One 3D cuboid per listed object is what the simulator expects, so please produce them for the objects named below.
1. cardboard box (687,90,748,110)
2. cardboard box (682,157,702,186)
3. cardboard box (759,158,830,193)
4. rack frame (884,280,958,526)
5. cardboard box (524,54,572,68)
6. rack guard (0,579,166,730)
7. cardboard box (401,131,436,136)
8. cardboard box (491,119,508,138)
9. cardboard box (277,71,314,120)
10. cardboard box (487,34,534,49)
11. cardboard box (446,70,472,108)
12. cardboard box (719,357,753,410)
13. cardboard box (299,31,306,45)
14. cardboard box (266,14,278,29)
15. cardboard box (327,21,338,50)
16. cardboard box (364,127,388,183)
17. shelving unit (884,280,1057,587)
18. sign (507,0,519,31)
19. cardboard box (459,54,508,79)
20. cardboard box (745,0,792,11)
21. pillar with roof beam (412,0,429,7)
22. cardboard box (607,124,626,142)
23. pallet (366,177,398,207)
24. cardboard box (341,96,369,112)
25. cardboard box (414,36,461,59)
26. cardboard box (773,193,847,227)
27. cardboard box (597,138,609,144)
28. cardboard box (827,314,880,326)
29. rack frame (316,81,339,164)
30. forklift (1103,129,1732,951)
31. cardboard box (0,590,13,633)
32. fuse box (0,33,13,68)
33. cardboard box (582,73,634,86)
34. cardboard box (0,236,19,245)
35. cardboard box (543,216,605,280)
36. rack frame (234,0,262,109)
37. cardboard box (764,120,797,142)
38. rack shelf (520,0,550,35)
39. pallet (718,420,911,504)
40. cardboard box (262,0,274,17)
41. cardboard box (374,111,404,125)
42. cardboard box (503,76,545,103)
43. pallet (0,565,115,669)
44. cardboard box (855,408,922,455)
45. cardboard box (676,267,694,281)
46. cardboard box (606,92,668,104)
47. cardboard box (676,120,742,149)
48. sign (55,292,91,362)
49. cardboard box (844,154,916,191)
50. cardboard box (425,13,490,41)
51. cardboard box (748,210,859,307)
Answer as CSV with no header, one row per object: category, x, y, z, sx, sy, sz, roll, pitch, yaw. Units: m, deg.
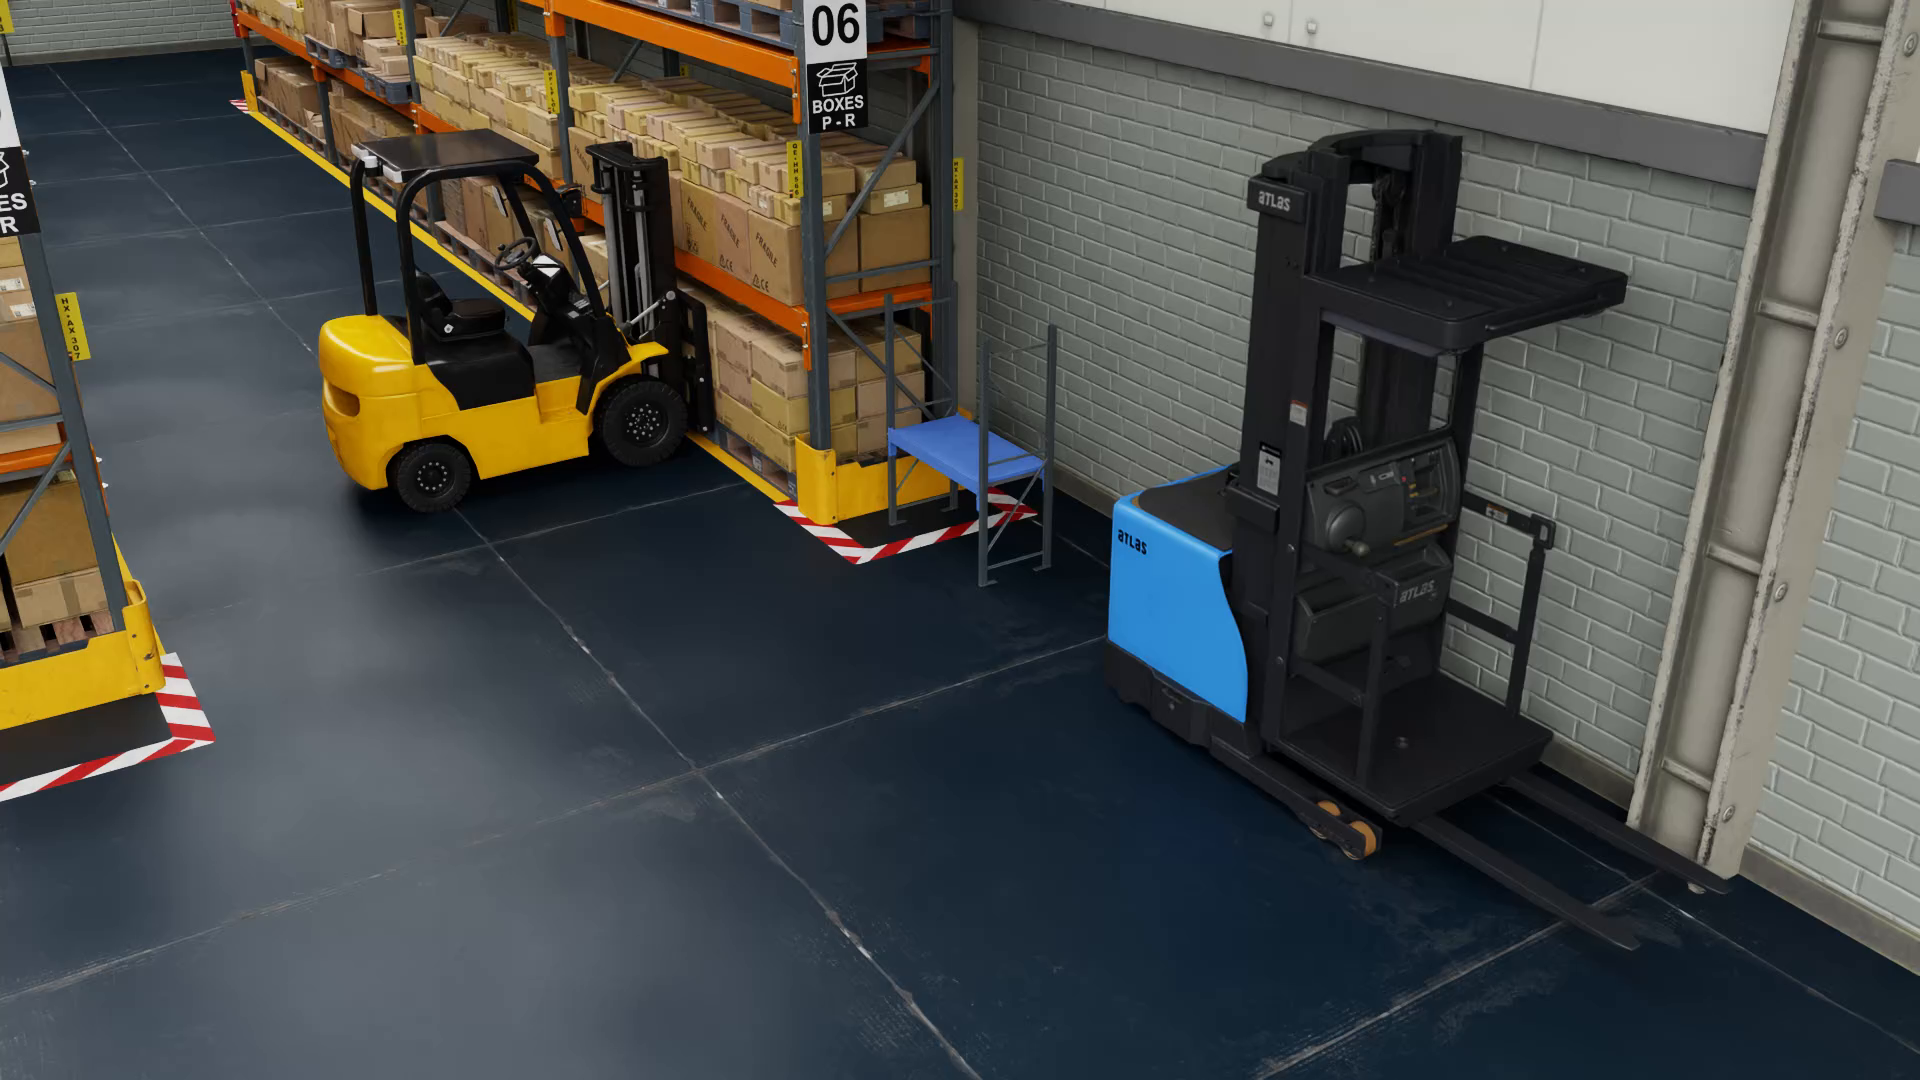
cardboard box,-1.801,-3.239,12.372,0.380,0.149,0.250,-16,30,-31
cardboard box,-1.637,-2.495,11.145,0.380,0.149,0.250,-15,29,-29
cardboard box,-1.025,-2.278,10.336,0.380,0.149,0.250,-15,29,-29
rack frame,-0.231,-0.830,10.250,0.500,1.500,0.032,-16,29,-30
cardboard box,-3.658,-4.231,14.822,0.380,0.149,0.250,-15,29,-28
rack guard,-4.690,0.617,8.358,1.175,0.500,0.348,-16,29,-30
cardboard box,-5.516,-4.067,17.028,0.380,0.149,0.250,-17,30,-32
cardboard box,-3.694,-3.490,14.305,0.500,0.250,0.500,-15,29,-29
cardboard box,-8.333,-5.659,21.160,0.500,0.500,0.500,-15,29,-29
cardboard box,-4.276,-4.708,15.832,0.380,0.149,0.250,-15,29,-28
cardboard box,-4.279,-4.078,14.965,0.500,0.250,0.500,-16,30,-31
cardboard box,-1.284,-1.100,11.211,0.500,0.250,0.500,-16,30,-30
cardboard box,-7.589,-5.966,19.669,0.380,0.149,0.250,-15,29,-28
cardboard box,-8.454,-6.511,20.822,0.380,0.149,0.250,-15,29,-28
cardboard box,-6.606,-5.480,18.009,0.396,0.266,0.258,-14,29,-27
cardboard box,-6.122,-4.216,18.104,0.500,0.500,0.500,-17,30,-31
shelving unit,0.047,-0.648,9.865,0.538,1.500,1.048,-16,29,-30
sign,-4.396,-5.160,16.311,0.100,0.325,0.005,-16,29,-30
cardboard box,-4.219,-4.203,14.762,0.380,0.149,0.250,-15,29,-29
cardboard box,-0.938,-3.383,9.663,0.500,0.500,0.500,-14,29,-28
pillar with roof beam,-10.275,-8.106,16.879,9.100,9.000,0.400,-16,29,-30
cardboard box,-2.341,-2.954,12.117,0.380,0.149,0.250,-15,29,-28
pallet,-5.897,-3.957,18.385,1.003,0.211,1.213,-16,29,-30
cardboard box,-6.854,-5.018,19.043,0.380,0.149,0.250,-16,30,-31
cardboard box,-4.932,-4.662,15.735,0.380,0.149,0.250,-15,29,-28
cardboard box,-0.916,-2.042,10.185,0.380,0.149,0.250,-15,29,-29
cardboard box,-2.354,-2.719,12.378,0.500,0.500,0.500,-15,29,-29
cardboard box,-0.872,-1.437,11.339,0.500,0.250,0.500,-15,29,-29
rack frame,-7.043,-5.937,19.312,1.000,3.000,0.127,-16,29,-30
forklift,1.990,-0.160,7.155,1.130,2.935,3.031,-17,30,-31
cardboard box,-5.329,0.332,8.762,0.500,0.250,0.500,-16,29,-30
fuse box,-14.641,-8.076,25.352,0.539,1.711,0.414,-16,29,-30
cardboard box,-2.926,-3.787,13.882,0.380,0.149,0.250,-16,29,-30
cardboard box,-5.524,-1.447,9.336,0.500,0.500,0.500,-16,30,-31
cardboard box,-2.970,-2.375,14.058,0.875,0.625,0.625,-14,29,-27
rack frame,-9.226,-7.368,22.343,1.000,3.000,0.127,-16,29,-30
cardboard box,-1.115,-2.778,11.395,0.380,0.149,0.250,-16,30,-31
rack shelf,-3.767,-4.822,14.279,1.077,0.370,4.000,-16,29,-30
pallet,-0.945,-0.648,11.374,1.003,0.211,1.213,-16,29,-30
cardboard box,-8.353,-6.670,20.693,0.500,0.250,0.500,-16,30,-31
cardboard box,-6.133,-4.557,18.066,0.380,0.149,0.250,-15,29,-29
cardboard box,-3.548,-3.735,13.772,0.380,0.149,0.250,-17,30,-31
pallet,-5.104,0.448,9.053,1.003,0.211,1.213,-16,29,-30
cardboard box,-0.596,-0.812,11.186,0.500,0.250,0.500,-15,29,-29
cardboard box,-2.123,-1.867,12.250,0.500,0.250,0.500,-14,29,-28
cardboard box,-2.385,-3.204,12.297,0.380,0.149,0.250,-16,30,-31
cardboard box,-1.706,-2.744,11.324,0.380,0.149,0.250,-15,29,-29
sign,-4.194,-1.005,7.850,0.100,0.325,0.005,-16,29,-30
cardboard box,-0.496,-2.288,10.357,0.380,0.149,0.250,-16,30,-31
cardboard box,-5.009,-4.962,16.638,0.500,0.500,0.500,-14,29,-27
cardboard box,-0.981,-1.805,10.442,0.500,0.500,0.500,-16,30,-31
